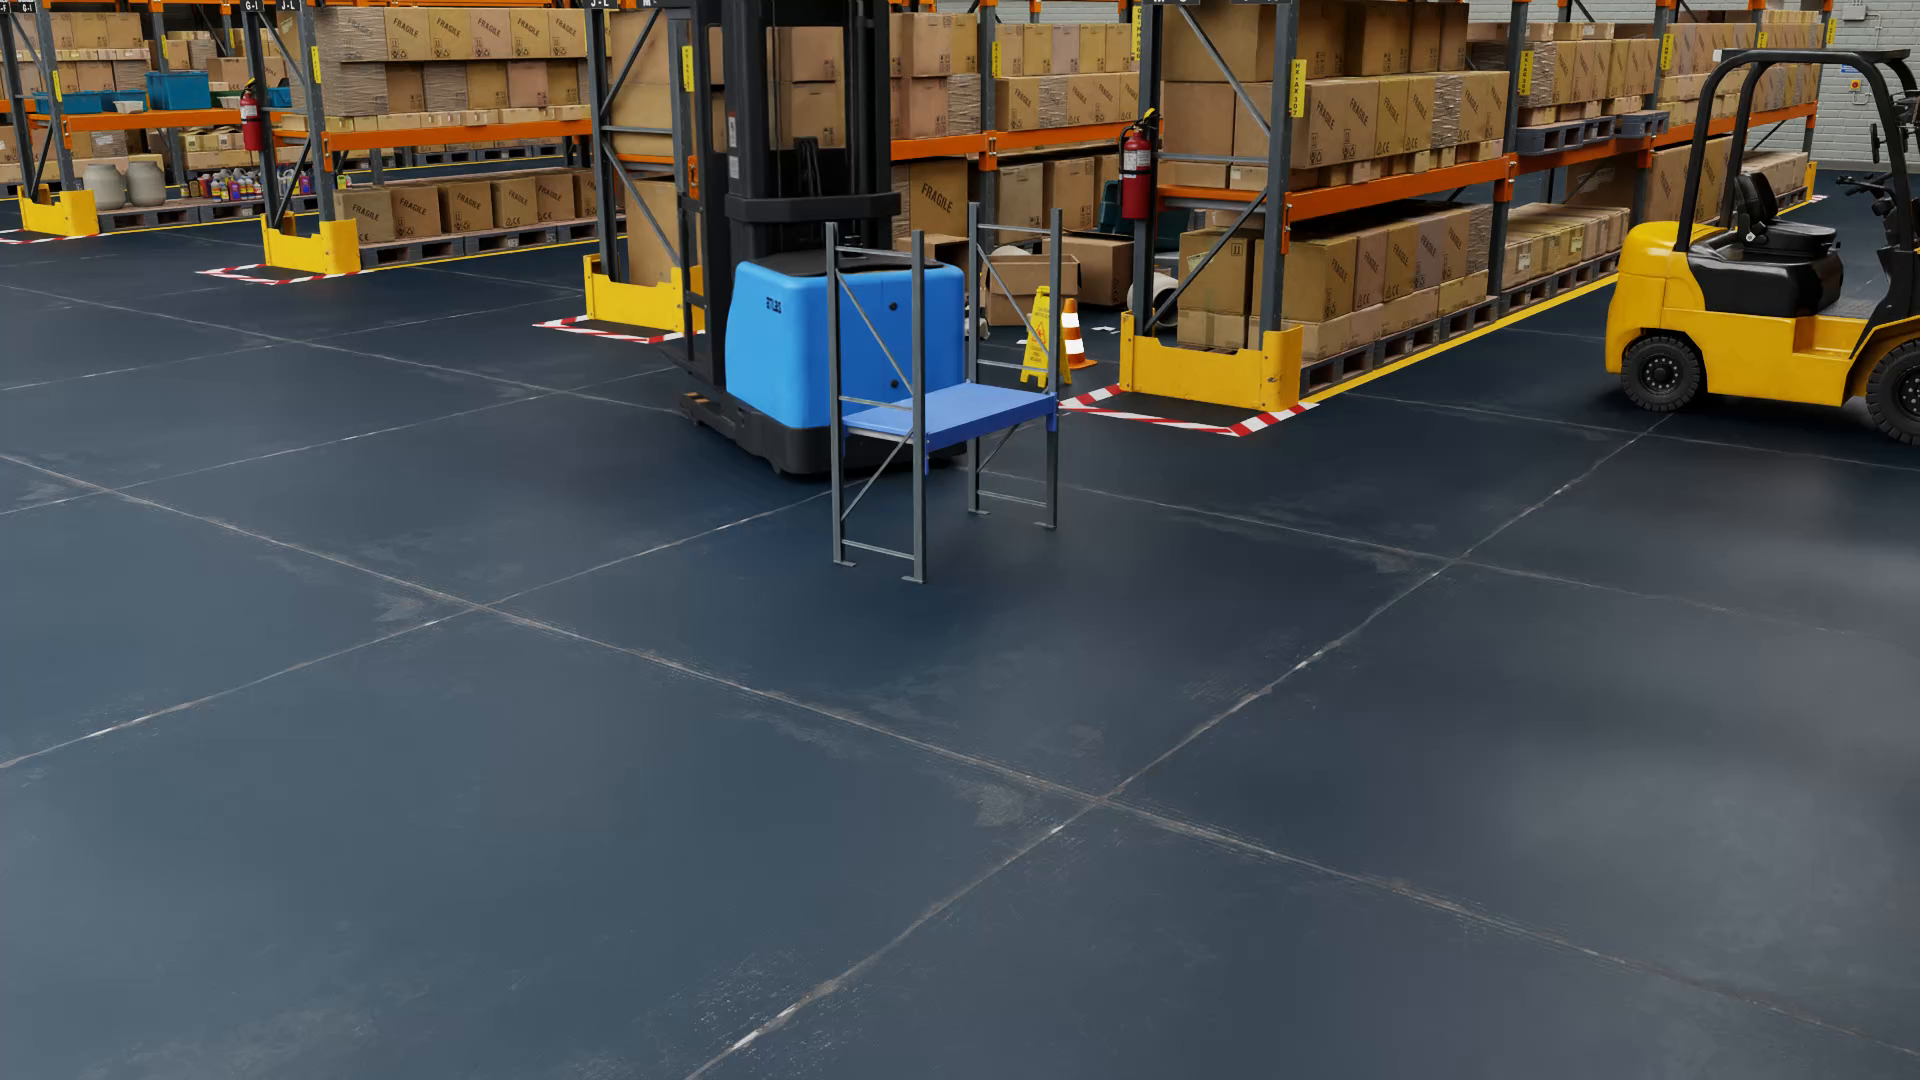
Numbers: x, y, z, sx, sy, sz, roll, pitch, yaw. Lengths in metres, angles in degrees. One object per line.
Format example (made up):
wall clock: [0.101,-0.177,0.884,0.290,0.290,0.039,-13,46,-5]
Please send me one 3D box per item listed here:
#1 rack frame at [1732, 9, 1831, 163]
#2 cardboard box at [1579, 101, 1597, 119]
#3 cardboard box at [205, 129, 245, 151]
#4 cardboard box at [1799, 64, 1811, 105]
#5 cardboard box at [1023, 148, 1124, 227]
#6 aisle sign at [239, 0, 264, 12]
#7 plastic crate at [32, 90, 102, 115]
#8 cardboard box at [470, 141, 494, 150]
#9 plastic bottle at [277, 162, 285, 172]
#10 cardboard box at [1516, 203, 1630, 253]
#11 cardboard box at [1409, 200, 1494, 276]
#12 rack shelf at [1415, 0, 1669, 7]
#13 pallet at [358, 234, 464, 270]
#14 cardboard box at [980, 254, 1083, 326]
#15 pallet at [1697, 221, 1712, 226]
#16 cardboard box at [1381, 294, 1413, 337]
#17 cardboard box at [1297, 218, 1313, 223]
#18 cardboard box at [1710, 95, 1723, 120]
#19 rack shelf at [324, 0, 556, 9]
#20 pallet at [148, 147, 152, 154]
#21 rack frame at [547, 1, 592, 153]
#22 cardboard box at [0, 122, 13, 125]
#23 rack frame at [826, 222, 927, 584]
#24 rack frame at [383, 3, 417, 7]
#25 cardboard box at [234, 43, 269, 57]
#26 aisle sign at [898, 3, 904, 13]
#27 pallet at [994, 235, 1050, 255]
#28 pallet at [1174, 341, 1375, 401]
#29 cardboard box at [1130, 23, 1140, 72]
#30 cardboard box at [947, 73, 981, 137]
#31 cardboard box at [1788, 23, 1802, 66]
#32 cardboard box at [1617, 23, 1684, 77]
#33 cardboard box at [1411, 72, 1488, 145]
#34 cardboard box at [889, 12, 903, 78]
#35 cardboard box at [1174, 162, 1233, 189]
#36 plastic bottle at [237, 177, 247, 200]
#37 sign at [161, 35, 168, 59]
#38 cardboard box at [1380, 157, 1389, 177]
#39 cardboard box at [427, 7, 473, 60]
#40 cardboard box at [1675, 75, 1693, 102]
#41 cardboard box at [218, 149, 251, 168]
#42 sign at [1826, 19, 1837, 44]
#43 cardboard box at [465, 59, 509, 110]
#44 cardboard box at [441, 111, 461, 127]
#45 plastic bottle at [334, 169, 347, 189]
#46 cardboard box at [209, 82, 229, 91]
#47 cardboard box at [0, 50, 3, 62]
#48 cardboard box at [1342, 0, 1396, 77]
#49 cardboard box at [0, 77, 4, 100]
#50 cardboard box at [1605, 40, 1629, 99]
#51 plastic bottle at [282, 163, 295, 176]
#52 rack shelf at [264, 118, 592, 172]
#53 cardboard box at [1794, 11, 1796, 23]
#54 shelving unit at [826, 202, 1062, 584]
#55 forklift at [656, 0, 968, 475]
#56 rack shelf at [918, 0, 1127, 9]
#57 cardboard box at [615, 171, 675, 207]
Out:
rack frame: [11.081,-6.152,22.498,1.000,3.000,0.127,12,21,35]
cardboard box: [5.313,-3.756,14.497,0.380,0.149,0.250,13,22,37]
cardboard box: [-11.233,-6.125,25.392,0.500,0.311,0.500,12,21,34]
cardboard box: [10.695,-5.922,21.586,0.500,0.500,0.500,12,21,34]
cardboard box: [1.325,-3.886,18.284,1.050,0.750,0.750,13,21,36]
aisle sign: [-6.689,-5.373,15.603,0.394,0.787,0.004,12,21,35]
plastic crate: [-10.331,-5.069,19.260,0.499,0.251,0.616,12,21,35]
cardboard box: [-8.487,-7.068,28.920,0.500,0.500,0.500,12,21,34]
plastic bottle: [-8.820,-4.747,21.696,0.144,0.351,0.185,13,22,36]
cardboard box: [5.970,-3.060,16.262,0.950,0.372,0.625,11,20,31]
cardboard box: [3.794,-2.352,12.922,0.500,0.500,0.500,12,21,34]
rack shelf: [5.123,-4.860,14.490,1.077,0.370,4.000,12,21,35]
pallet: [-5.853,-2.966,16.940,1.003,0.211,1.213,12,21,35]
cardboard box: [0.561,-2.015,13.384,0.797,0.503,0.637,-1,17,-3]
pallet: [7.572,-3.379,18.269,1.003,0.211,1.213,12,21,35]
cardboard box: [2.876,-1.625,11.846,0.500,0.250,0.500,14,22,38]
cardboard box: [2.291,-2.355,11.839,0.380,0.149,0.250,14,22,37]
cardboard box: [8.013,-4.739,18.199,0.500,0.250,0.500,12,21,33]
rack shelf: [-6.814,-7.486,22.947,1.077,0.370,4.000,12,21,35]
pallet: [-14.773,-6.817,29.340,1.003,0.211,1.213,12,21,35]
rack frame: [-7.215,-8.702,30.709,1.000,3.000,0.127,12,21,35]
cardboard box: [-13.401,-5.630,23.478,0.500,0.500,0.500,12,21,35]
rack frame: [-0.354,-0.575,7.066,0.500,1.500,0.032,12,21,35]
rack frame: [-11.195,-9.577,33.525,1.000,3.000,0.127,12,21,35]
cardboard box: [-13.084,-8.894,30.622,0.500,0.500,0.500,13,22,36]
aisle sign: [-1.051,-10.090,30.794,0.394,0.787,0.004,12,21,35]
pallet: [0.295,-3.010,17.082,1.003,0.211,1.213,12,21,35]
pallet: [2.105,-1.215,11.301,1.003,0.211,1.213,12,21,35]
cardboard box: [1.703,-5.397,18.211,0.700,0.500,0.500,12,21,34]
cardboard box: [-0.315,-4.127,15.721,0.875,0.550,0.550,12,21,35]
cardboard box: [10.099,-6.154,20.650,0.500,0.500,0.500,12,21,34]
cardboard box: [6.805,-4.847,16.438,0.500,0.500,0.500,12,21,33]
cardboard box: [3.565,-3.211,12.354,0.500,0.500,0.500,13,22,37]
cardboard box: [-1.019,-4.395,14.764,0.875,0.550,0.550,12,21,35]
cardboard box: [1.599,-2.348,10.672,0.380,0.149,0.250,13,22,37]
plastic bottle: [-8.854,-4.334,20.499,0.097,0.271,0.097,0,17,0]
sign: [-11.535,-7.150,24.118,0.100,0.325,0.005,12,21,35]
cardboard box: [2.703,-2.571,11.388,0.380,0.149,0.250,13,22,37]
cardboard box: [-5.264,-5.080,16.689,0.500,0.500,0.500,12,21,35]
cardboard box: [7.123,-4.614,16.954,0.500,0.250,0.500,13,21,36]
cardboard box: [-11.236,-5.858,25.478,0.500,0.250,0.500,13,22,36]
sign: [11.509,-6.719,21.972,0.100,0.325,0.005,12,21,35]
cardboard box: [-5.220,-4.777,17.400,0.875,0.500,0.500,12,21,35]
cardboard box: [-5.310,-4.297,16.948,0.380,0.149,0.250,12,21,35]
plastic bottle: [-8.027,-4.661,21.533,0.061,0.283,0.133,14,22,37]
cardboard box: [-11.289,-6.852,25.174,0.380,0.149,0.250,12,21,35]
cardboard box: [-13.192,-6.564,22.562,0.380,0.149,0.250,12,21,34]
cardboard box: [2.614,-3.522,11.672,0.700,0.500,0.500,12,21,34]
cardboard box: [-13.467,-6.244,22.624,0.700,0.500,0.500,13,21,35]
cardboard box: [5.668,-4.234,14.943,0.500,0.500,0.500,11,20,31]
plastic bottle: [-8.704,-4.721,21.614,0.144,0.351,0.185,12,21,35]
rack shelf: [-5.219,-4.226,17.506,1.077,0.370,4.000,12,21,35]
cardboard box: [10.140,-6.494,20.649,0.380,0.149,0.250,13,22,36]
shelving unit: [-0.051,-0.696,7.456,0.538,1.500,1.048,12,21,35]
forklift: [-1.064,-2.132,9.668,1.130,2.935,3.031,-8,19,-25]
rack shelf: [1.087,-5.710,17.229,1.077,0.370,4.000,12,21,35]
cardboard box: [-3.645,-4.204,19.697,0.700,0.500,0.500,11,20,31]
